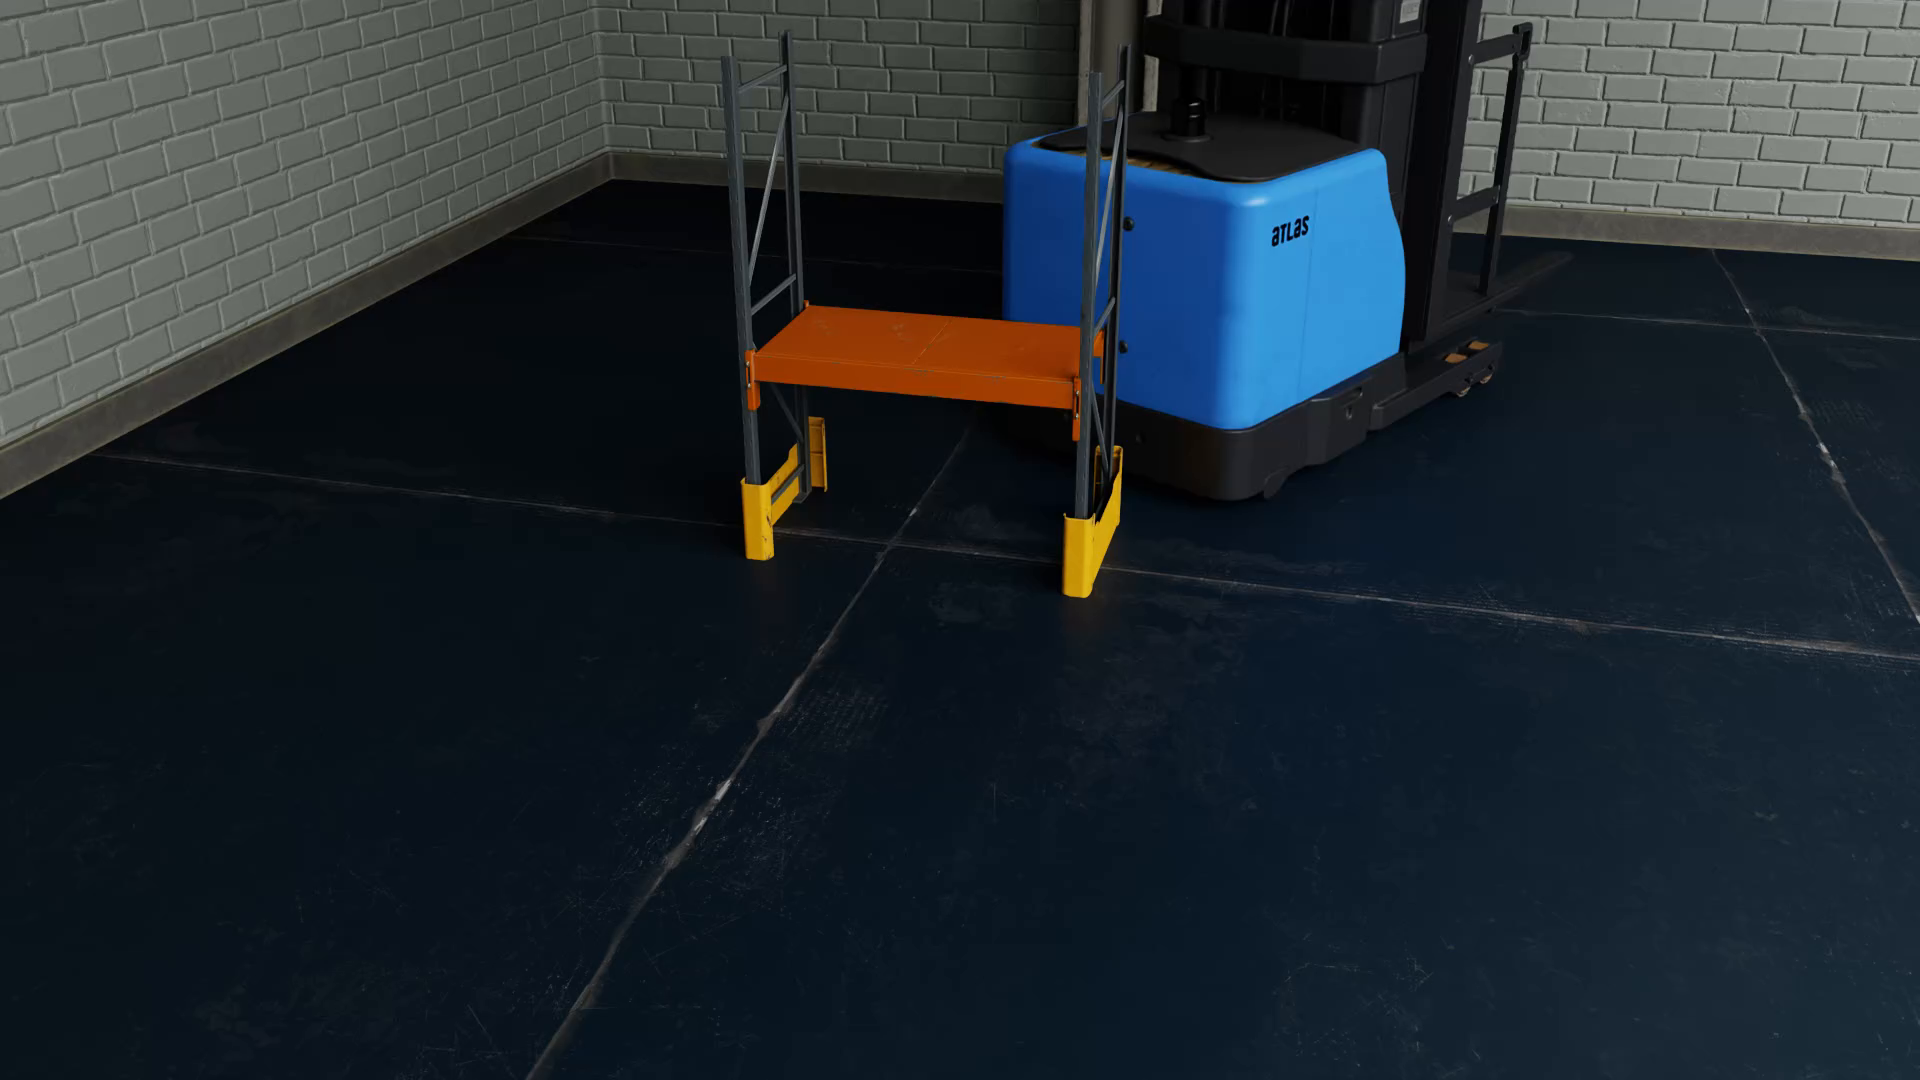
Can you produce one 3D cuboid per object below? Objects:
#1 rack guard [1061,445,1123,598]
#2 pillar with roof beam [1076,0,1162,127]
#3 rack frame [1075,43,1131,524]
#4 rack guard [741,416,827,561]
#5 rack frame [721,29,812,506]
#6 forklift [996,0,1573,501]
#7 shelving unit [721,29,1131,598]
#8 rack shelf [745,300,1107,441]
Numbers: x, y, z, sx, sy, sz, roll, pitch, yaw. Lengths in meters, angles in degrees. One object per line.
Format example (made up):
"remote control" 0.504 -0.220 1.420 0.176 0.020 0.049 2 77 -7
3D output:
"rack guard" 0.408 -0.068 5.101 0.087 0.250 0.587 6 26 13
"pillar with roof beam" -0.244 -4.000 3.182 0.400 9.000 9.100 6 26 13
"rack frame" 0.410 -0.632 4.832 0.032 1.500 0.500 6 26 13
"rack guard" -0.556 -0.174 5.325 0.087 0.250 0.587 6 26 13
"rack frame" -0.575 -0.741 5.061 0.032 1.500 0.500 6 26 13
"forklift" 1.480 -2.002 6.046 1.130 2.935 3.031 21 32 37
"shelving unit" -0.074 -0.685 4.945 1.083 1.500 0.587 6 26 13
"rack shelf" -0.083 -0.524 5.024 1.000 0.185 0.538 6 26 13
